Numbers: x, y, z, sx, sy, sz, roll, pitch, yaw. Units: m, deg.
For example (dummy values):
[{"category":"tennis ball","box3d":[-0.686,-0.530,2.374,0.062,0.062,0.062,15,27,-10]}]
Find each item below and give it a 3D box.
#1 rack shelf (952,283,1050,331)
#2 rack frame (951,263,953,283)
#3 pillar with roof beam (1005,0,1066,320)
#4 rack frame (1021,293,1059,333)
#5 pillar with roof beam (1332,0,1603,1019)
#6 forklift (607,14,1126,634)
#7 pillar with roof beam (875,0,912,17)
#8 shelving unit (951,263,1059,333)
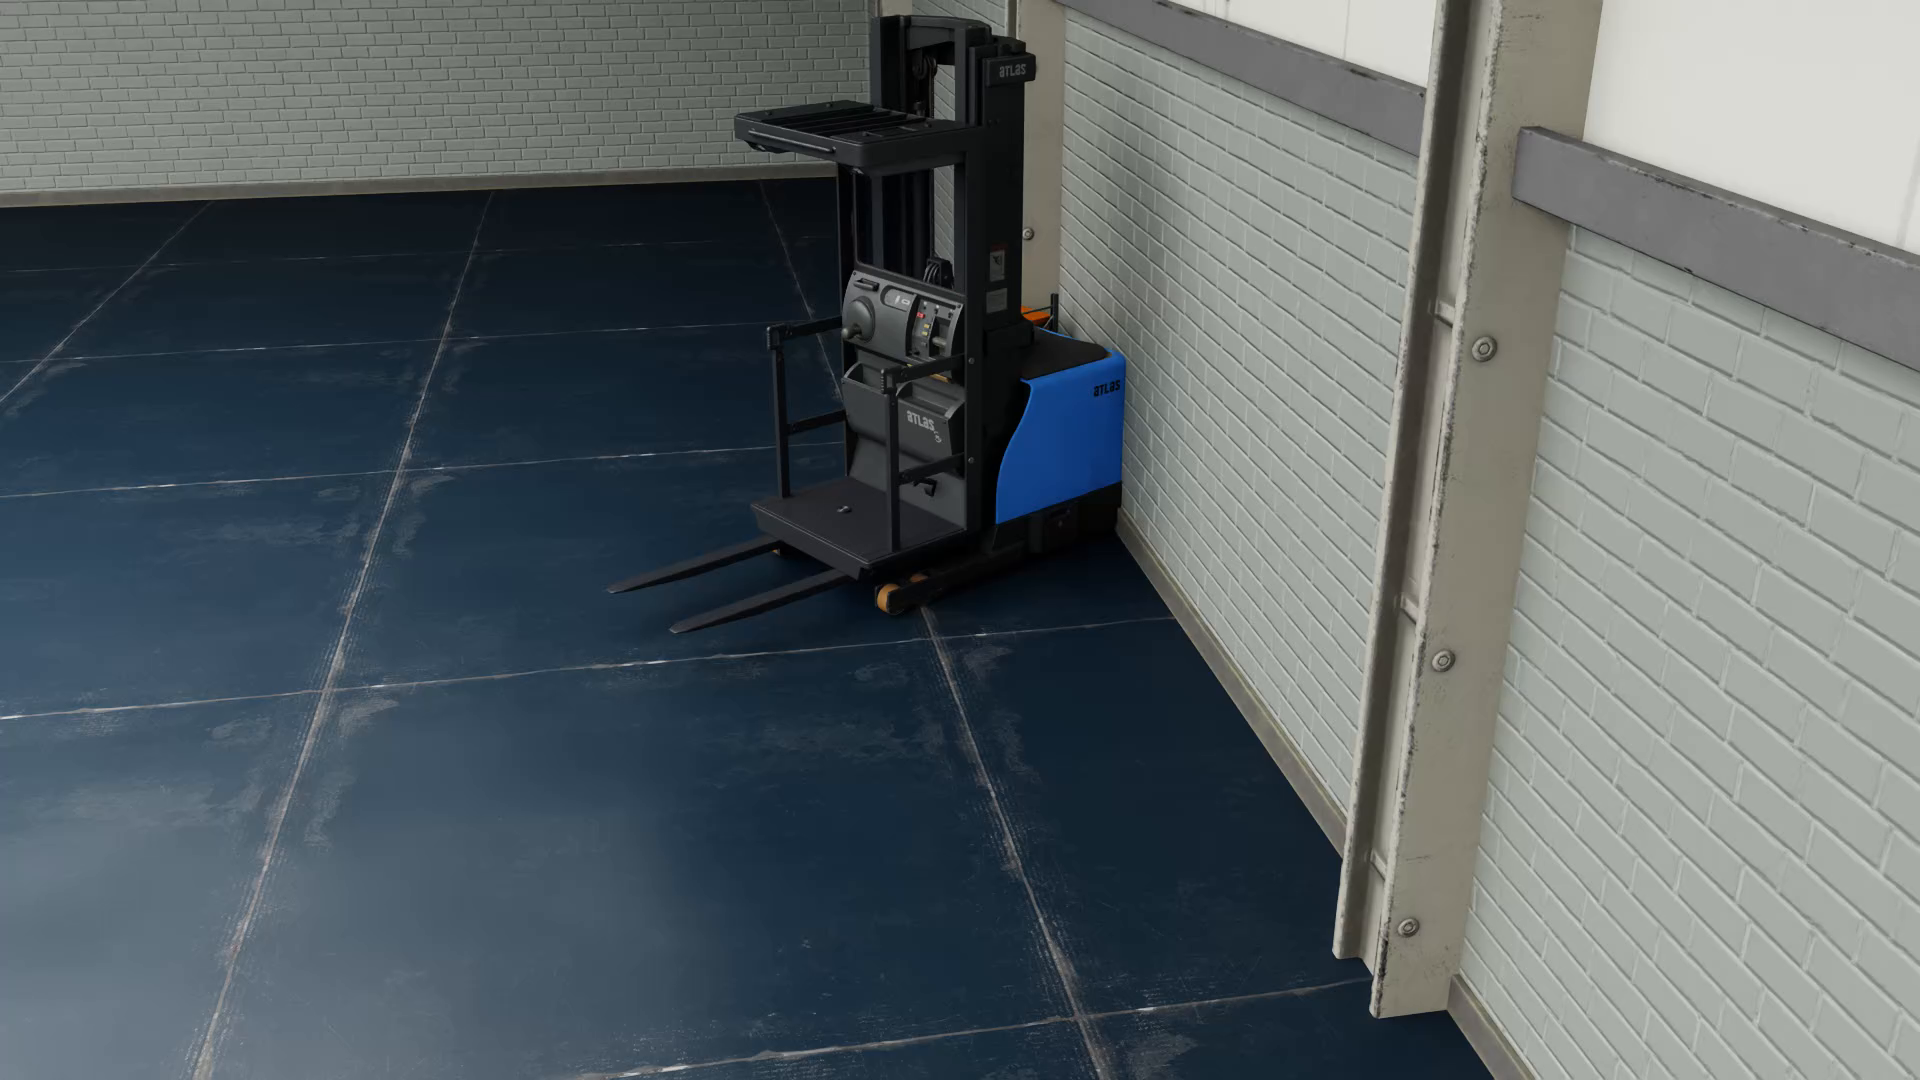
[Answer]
[{"category":"rack shelf","box3d":[0.091,-1.400,10.819,0.538,0.278,1.000,-19,30,-37]},{"category":"rack frame","box3d":[-0.243,-1.285,11.287,0.500,1.125,0.032,-19,30,-37]},{"category":"pillar with roof beam","box3d":[-3.759,-4.563,8.954,9.100,9.000,0.400,-4,24,-10]},{"category":"rack frame","box3d":[0.425,-0.979,10.585,0.500,1.125,0.032,-19,30,-37]},{"category":"pillar with roof beam","box3d":[-2.649,-2.203,3.551,9.100,9.000,0.400,-4,24,-10]},{"category":"forklift","box3d":[-0.470,-1.180,8.790,3.031,2.935,1.130,-19,30,-37]},{"category":"pillar with roof beam","box3d":[-4.868,-6.923,14.358,9.100,9.000,0.400,-4,24,-10]},{"category":"shelving unit","box3d":[0.091,-1.132,10.936,0.538,1.125,1.048,-19,30,-37]}]
